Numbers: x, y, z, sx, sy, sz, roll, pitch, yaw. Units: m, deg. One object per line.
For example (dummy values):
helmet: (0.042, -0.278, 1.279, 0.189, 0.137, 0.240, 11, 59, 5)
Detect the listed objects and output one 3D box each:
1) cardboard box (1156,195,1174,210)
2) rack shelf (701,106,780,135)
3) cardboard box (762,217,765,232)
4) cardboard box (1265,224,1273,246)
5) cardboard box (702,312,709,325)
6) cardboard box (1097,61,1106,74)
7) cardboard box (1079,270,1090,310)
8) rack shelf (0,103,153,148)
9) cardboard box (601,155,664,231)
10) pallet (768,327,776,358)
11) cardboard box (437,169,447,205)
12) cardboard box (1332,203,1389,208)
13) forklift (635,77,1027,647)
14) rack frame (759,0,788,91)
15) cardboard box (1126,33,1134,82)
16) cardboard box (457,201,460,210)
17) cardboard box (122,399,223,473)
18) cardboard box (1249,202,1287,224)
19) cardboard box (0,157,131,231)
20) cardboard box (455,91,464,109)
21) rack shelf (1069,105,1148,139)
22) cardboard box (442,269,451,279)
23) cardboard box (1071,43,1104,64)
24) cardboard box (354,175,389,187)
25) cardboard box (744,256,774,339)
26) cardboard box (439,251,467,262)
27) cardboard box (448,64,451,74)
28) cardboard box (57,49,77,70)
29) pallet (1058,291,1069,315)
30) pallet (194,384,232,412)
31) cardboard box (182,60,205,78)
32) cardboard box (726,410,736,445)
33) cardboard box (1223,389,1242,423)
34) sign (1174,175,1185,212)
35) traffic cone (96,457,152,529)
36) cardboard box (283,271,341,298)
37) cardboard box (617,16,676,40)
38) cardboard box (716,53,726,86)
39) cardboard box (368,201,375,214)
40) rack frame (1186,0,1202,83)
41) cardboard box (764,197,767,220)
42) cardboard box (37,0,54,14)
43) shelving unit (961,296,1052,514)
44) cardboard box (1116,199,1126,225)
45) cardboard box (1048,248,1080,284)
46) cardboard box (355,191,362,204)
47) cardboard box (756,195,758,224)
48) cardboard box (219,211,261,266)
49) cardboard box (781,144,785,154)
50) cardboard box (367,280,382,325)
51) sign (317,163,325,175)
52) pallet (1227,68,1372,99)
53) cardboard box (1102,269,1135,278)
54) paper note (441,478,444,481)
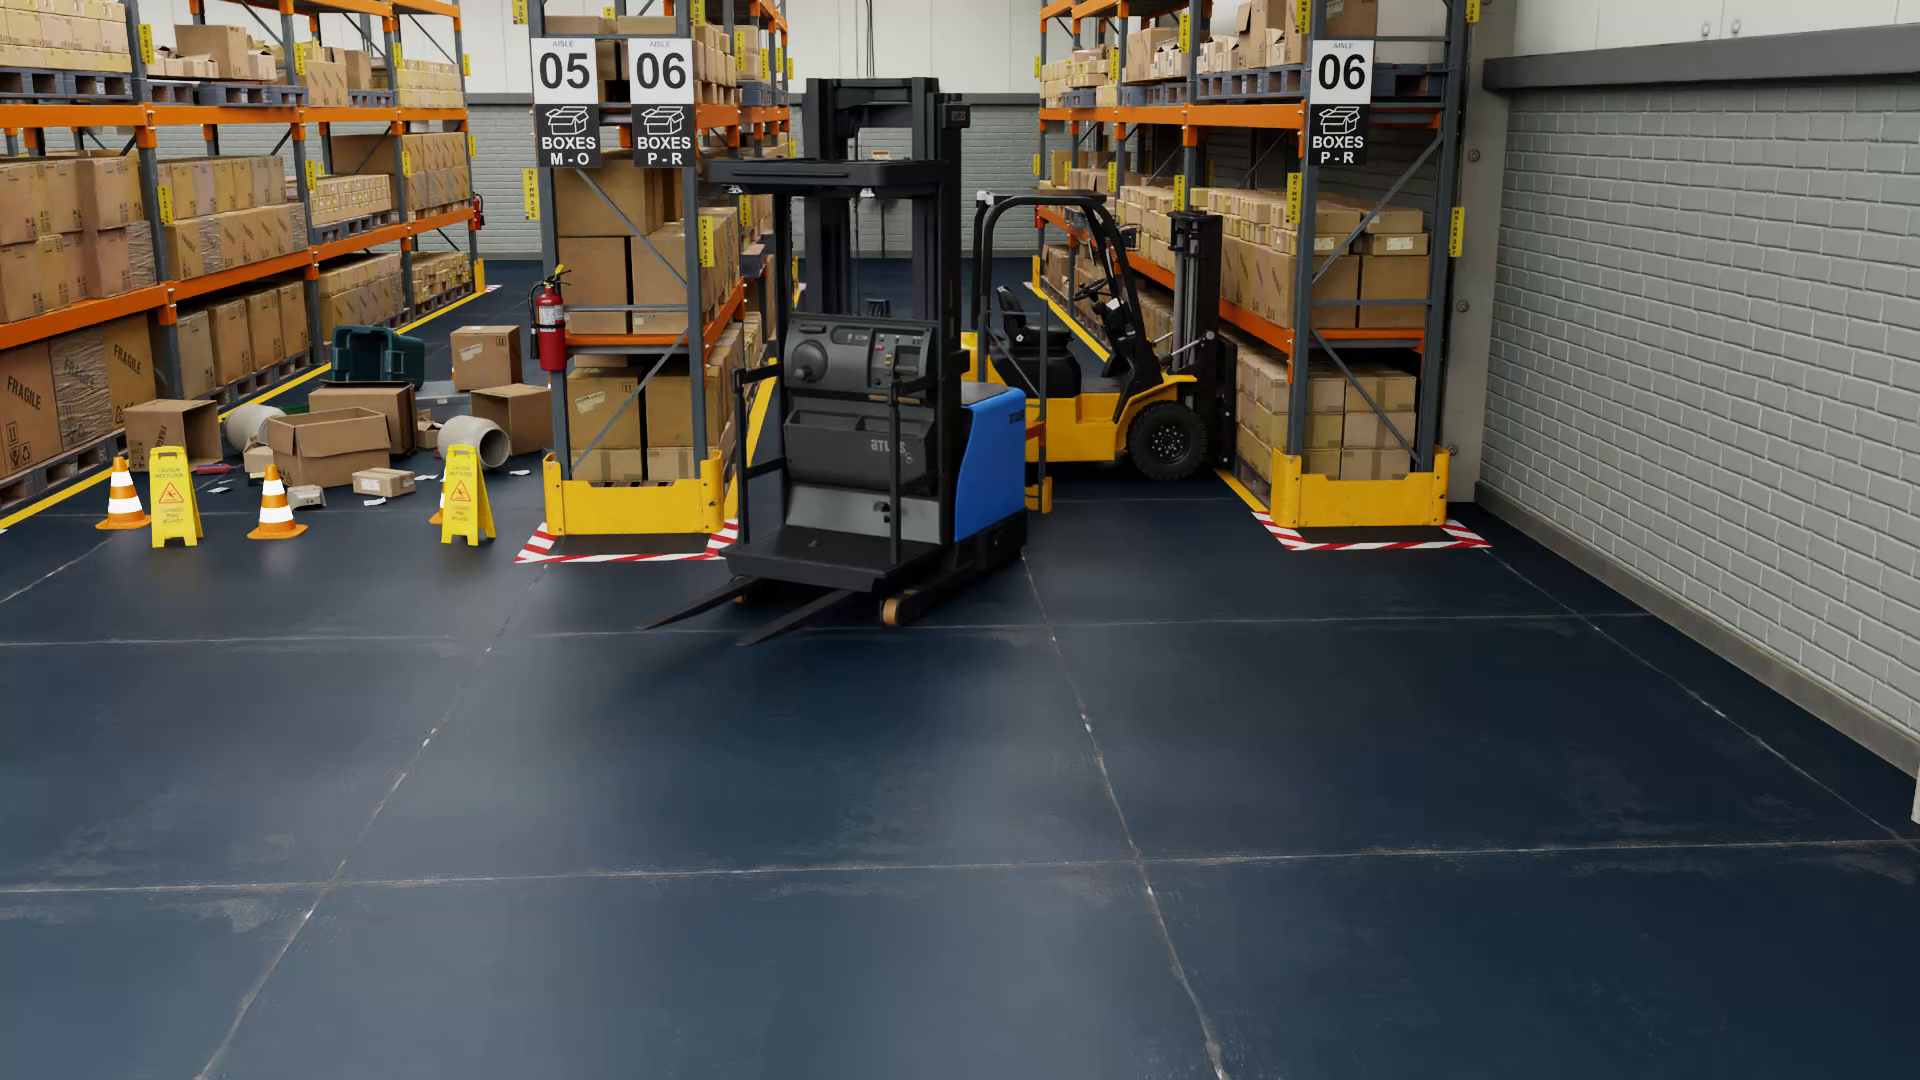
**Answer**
cardboard box: (2.157, -3.350, 16.522, 0.380, 0.149, 0.250, -1, 14, -3)
rack shelf: (-2.817, -5.107, 20.280, 1.077, 0.370, 4.000, -1, 14, -3)
cardboard box: (-2.289, -3.382, 17.811, 0.380, 0.149, 0.250, -1, 14, -4)
cardboard box: (2.450, -2.228, 12.164, 0.380, 0.149, 0.250, -1, 14, -4)
cardboard box: (-1.978, -1.612, 11.774, 0.380, 0.149, 0.250, -1, 14, -5)
cardboard box: (1.863, -5.704, 20.059, 0.380, 0.149, 0.250, -1, 14, -3)
cardboard box: (1.861, -3.314, 22.062, 0.500, 0.500, 0.500, -1, 14, -4)
rack shelf: (-7.256, -3.016, 12.152, 1.077, 0.370, 4.000, -1, 14, -3)
cardboard box: (-2.471, -2.442, 11.694, 0.700, 0.500, 0.500, -1, 14, -3)
pallet: (-2.667, -2.352, 19.745, 1.003, 0.211, 1.213, -1, 14, -3)
cardboard box: (-7.750, -5.100, 24.030, 0.500, 0.500, 0.500, 0, 14, -1)
cardboard box: (2.935, -2.380, 12.156, 0.380, 0.149, 0.250, -1, 14, -3)
forklift: (-0.677, -1.062, 9.274, 1.130, 2.935, 3.031, 7, 16, 25)
rack frame: (-3.189, -8.400, 25.616, 1.000, 3.000, 0.127, -1, 14, -3)
cardboard box: (2.062, -5.152, 17.766, 0.500, 0.500, 0.500, -1, 14, -3)
cardboard box: (-7.813, -5.070, 25.218, 0.380, 0.149, 0.250, -1, 14, -4)
cardboard box: (-6.260, -0.829, 13.242, 0.500, 0.500, 0.500, 2, 15, 6)
cardboard box: (2.366, -2.437, 12.380, 0.380, 0.149, 0.250, -1, 14, -2)
cardboard box: (-7.241, -2.777, 13.333, 0.875, 0.550, 0.550, -1, 14, -3)
cardboard box: (-7.831, -6.664, 25.190, 0.500, 0.250, 0.500, -1, 14, -5)
rack shelf: (2.136, -5.185, 20.581, 1.077, 0.370, 4.000, -1, 14, -3)
cardboard box: (-7.730, -3.911, 24.490, 0.380, 0.149, 0.250, 0, 14, -1)
cardboard box: (1.683, -6.425, 21.990, 0.396, 0.266, 0.258, -1, 14, -4)
cardboard box: (-7.656, -4.672, 21.631, 0.380, 0.149, 0.250, 0, 14, -1)
cardboard box: (-2.653, -2.853, 19.516, 0.875, 0.875, 0.875, -1, 14, -4)
cardboard box: (-7.838, -4.376, 25.701, 0.380, 0.149, 0.250, -1, 14, -3)
cardboard box: (-7.871, -7.068, 24.955, 0.380, 0.149, 0.250, -1, 14, -3)
cardboard box: (-6.975, -3.654, 12.648, 0.380, 0.149, 0.250, -1, 14, -3)
pallet: (1.971, -3.398, 23.810, 1.003, 0.211, 1.213, -1, 14, -3)
pallet: (-7.503, -1.249, 15.458, 1.003, 0.211, 1.213, -1, 14, -3)
cardboard box: (-7.207, -4.344, 15.332, 0.380, 0.149, 0.250, -1, 14, -3)
cardboard box: (-2.042, -0.855, 13.005, 0.500, 0.250, 0.500, 0, 14, 0)
cardboard box: (2.341, -1.076, 12.862, 0.500, 0.250, 0.500, -1, 14, -5)
sign: (1.967, -3.100, 14.889, 0.100, 0.325, 0.005, -1, 14, -3)
traffic cone: (-5.748, -0.340, 11.418, 0.336, 0.463, 0.334, -1, 14, -3)
cardboard box: (-7.429, -2.935, 19.083, 0.500, 0.250, 0.500, -2, 15, -6)
cardboard box: (-2.016, -3.324, 10.812, 0.380, 0.149, 0.250, -1, 14, -4)
cardboard box: (-2.100, -3.676, 12.979, 0.500, 0.250, 0.500, -1, 14, -4)
cardboard box: (-7.608, -4.196, 20.975, 0.380, 0.149, 0.250, -2, 15, -6)
rack frame: (2.508, -5.493, 14.318, 1.000, 3.000, 0.127, -1, 14, -3)
cardboard box: (-2.478, -3.805, 19.091, 0.500, 0.250, 0.500, -1, 14, -4)
cardboard box: (-6.962, -3.978, 12.308, 0.380, 0.149, 0.250, -1, 14, -4)
shelving unit: (0.156, -0.841, 11.284, 0.587, 1.500, 1.083, 7, 16, 25)
cardboard box: (2.019, -3.638, 18.443, 0.500, 0.250, 0.500, -1, 14, -3)
cardboard box: (1.722, -4.199, 25.498, 0.700, 0.500, 0.500, 0, 14, -1)
cardboard box: (-7.569, -4.201, 20.397, 0.380, 0.149, 0.250, -1, 14, -3)
cardboard box: (-2.280, -3.403, 16.591, 0.500, 0.500, 0.500, -1, 15, -6)
cardboard box: (-7.236, -2.969, 16.343, 0.500, 0.500, 0.500, -1, 14, -3)
cardboard box: (-2.775, -5.408, 23.819, 0.500, 0.500, 0.500, -1, 14, -2)
cardboard box: (-7.519, -2.956, 20.669, 0.500, 0.500, 0.500, -1, 14, -5)
sign: (-8.417, -4.808, 21.954, 0.100, 0.325, 0.005, -1, 14, -3)
pallet: (2.659, -3.484, 12.703, 1.003, 0.211, 1.213, -1, 14, -3)
cardboard box: (1.970, -3.271, 20.590, 0.380, 0.149, 0.250, -1, 14, -4)
paper note: (-3.980, -0.465, 12.813, 0.032, 0.001, 0.123, -1, 14, -3)
